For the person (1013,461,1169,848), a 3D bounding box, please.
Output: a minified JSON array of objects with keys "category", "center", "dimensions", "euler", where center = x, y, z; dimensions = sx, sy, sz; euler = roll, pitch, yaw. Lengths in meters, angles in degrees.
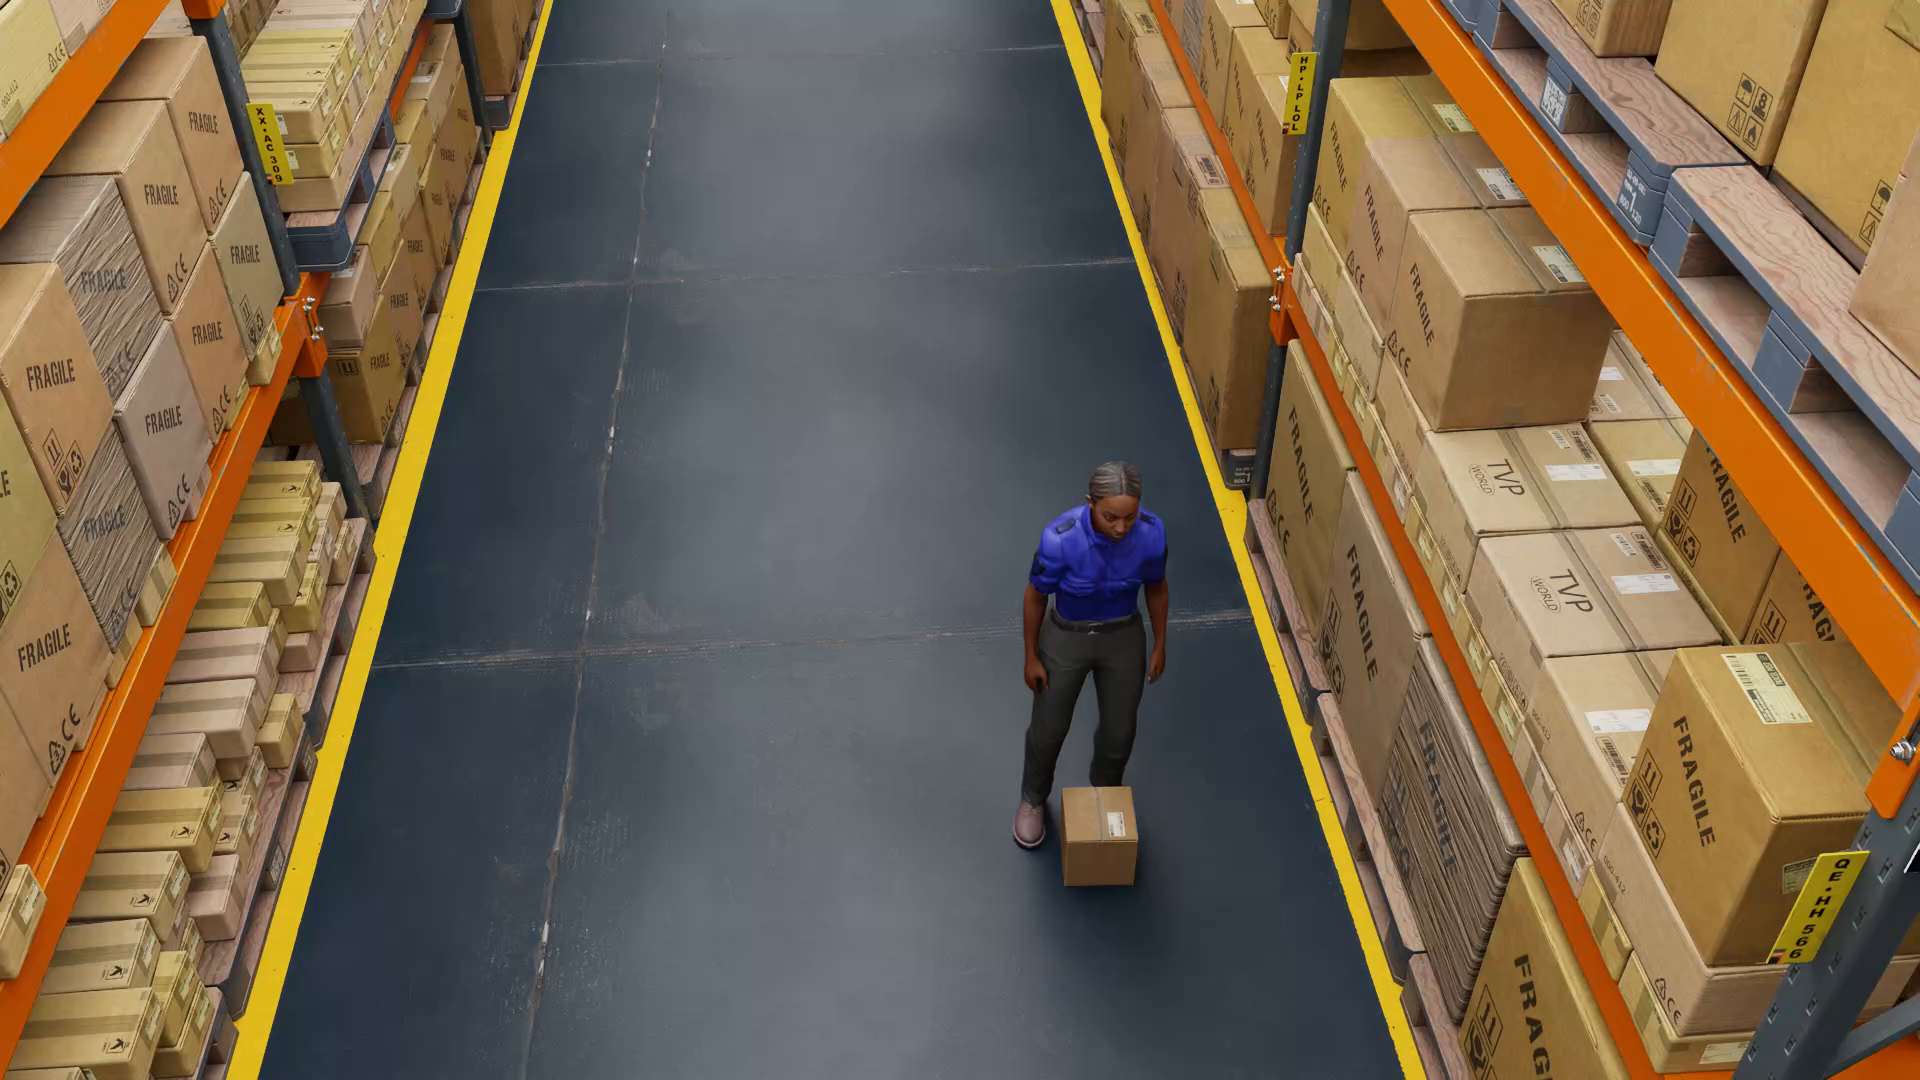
[{"category":"person","center":[0.448,0.374,5.701],"dimensions":[0.530,1.656,0.347],"euler":[-5,40,-6]}]
